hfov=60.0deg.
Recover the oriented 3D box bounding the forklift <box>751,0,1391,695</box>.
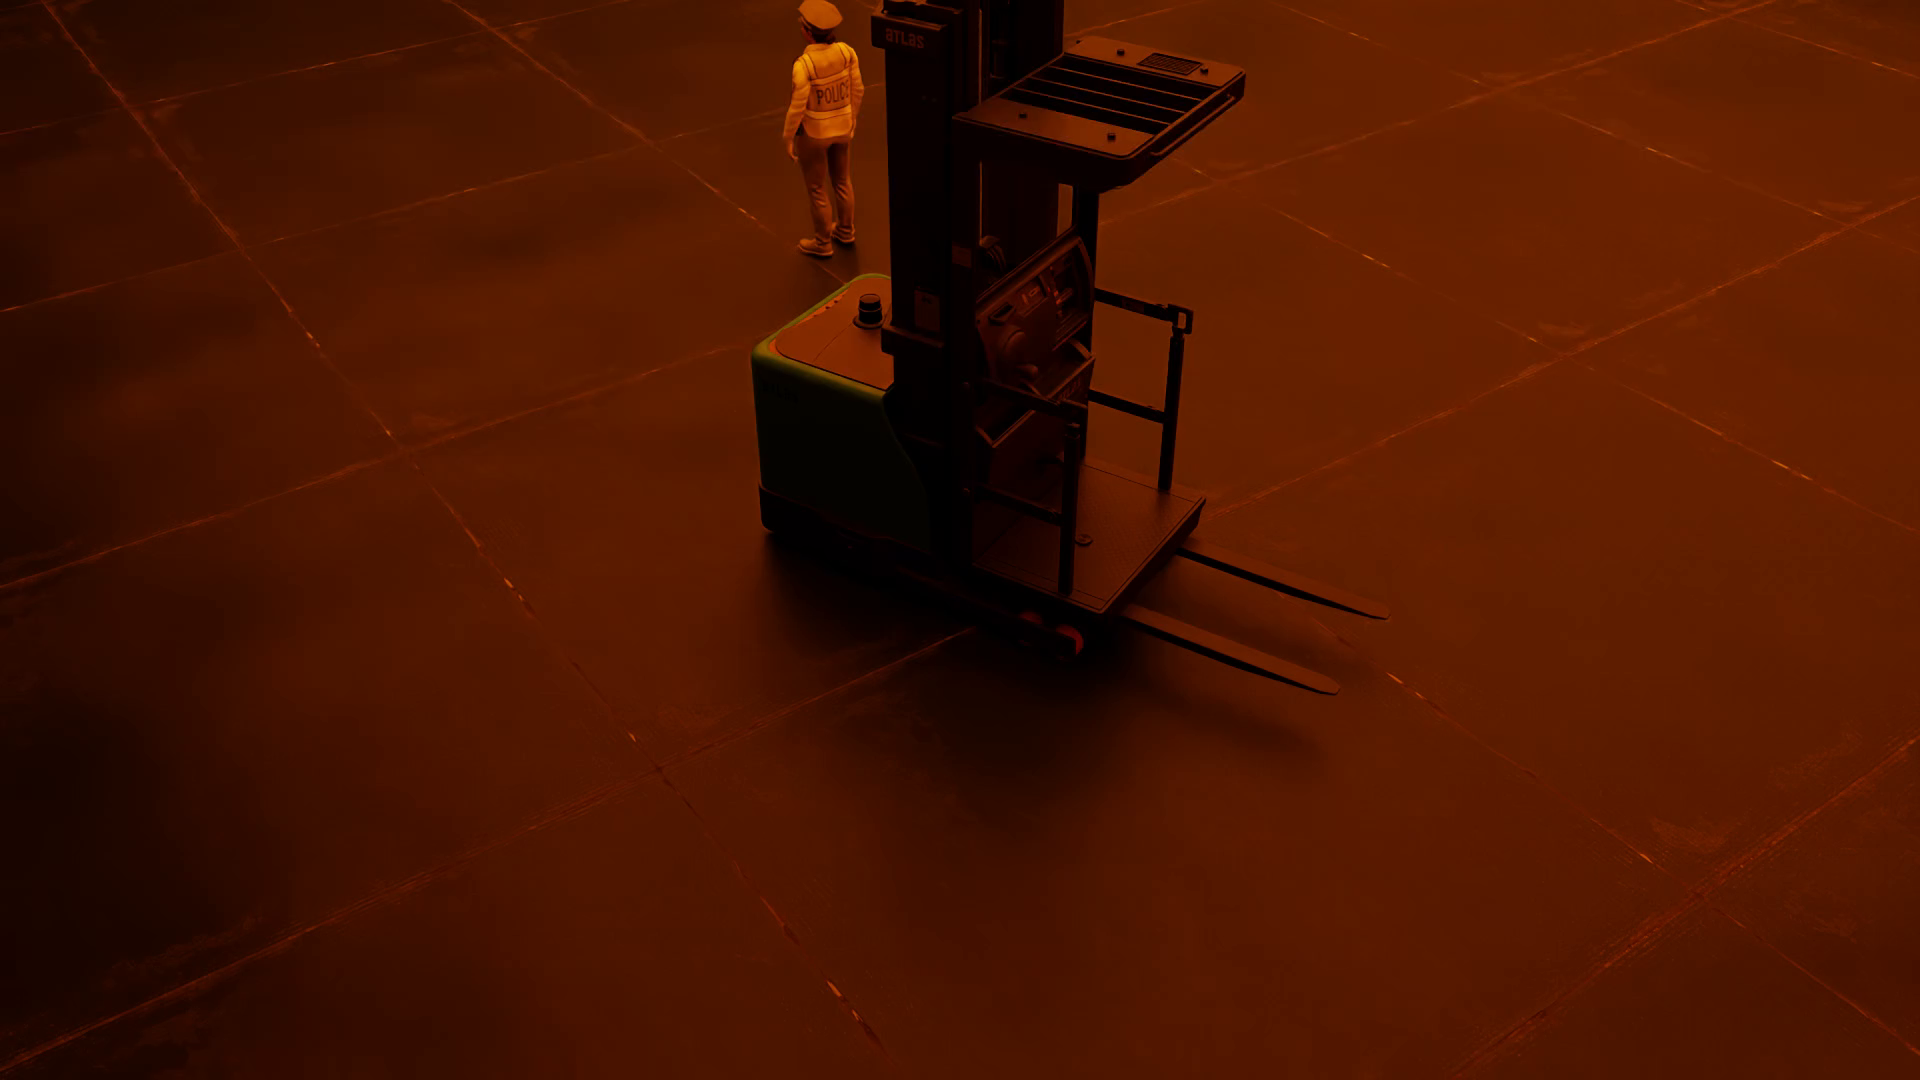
[{"bbox_3d":[0.514,-0.985,7.276,3.031,2.935,1.130,21,41,26],"label":"forklift"}]

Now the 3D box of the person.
[{"bbox_3d":[-0.894,-2.587,10.484,0.574,1.704,0.504,-25,43,-30],"label":"person"}]
